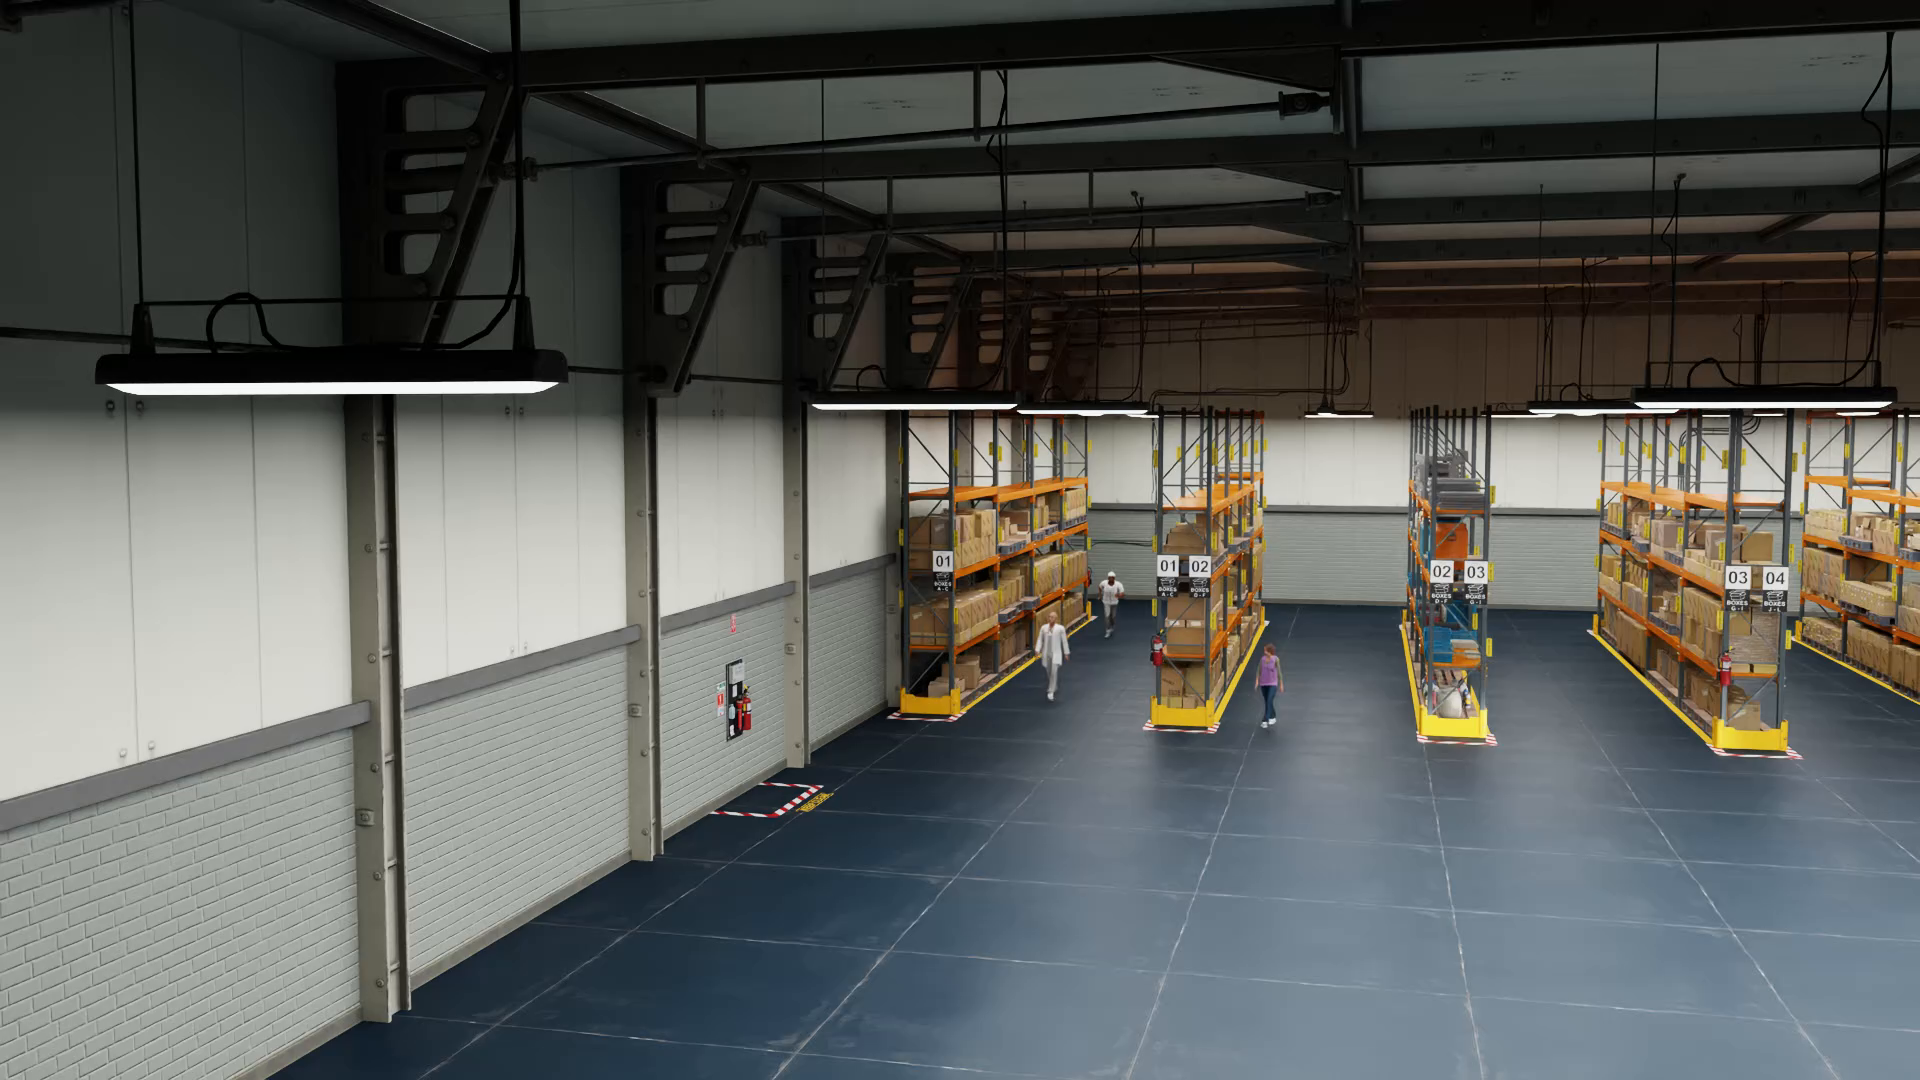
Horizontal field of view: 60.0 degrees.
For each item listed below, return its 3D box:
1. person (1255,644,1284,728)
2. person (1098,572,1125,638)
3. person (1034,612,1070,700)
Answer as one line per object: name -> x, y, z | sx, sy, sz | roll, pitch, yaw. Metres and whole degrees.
person -> 5.714, 2.708, 31.001 | 0.453, 1.549, 0.930 | 4, 5, 41
person -> 4.011, 1.699, 44.193 | 0.705, 1.760, 0.975 | 0, 4, 1
person -> 1.895, 2.366, 34.436 | 0.663, 1.723, 1.101 | 2, 4, 23
